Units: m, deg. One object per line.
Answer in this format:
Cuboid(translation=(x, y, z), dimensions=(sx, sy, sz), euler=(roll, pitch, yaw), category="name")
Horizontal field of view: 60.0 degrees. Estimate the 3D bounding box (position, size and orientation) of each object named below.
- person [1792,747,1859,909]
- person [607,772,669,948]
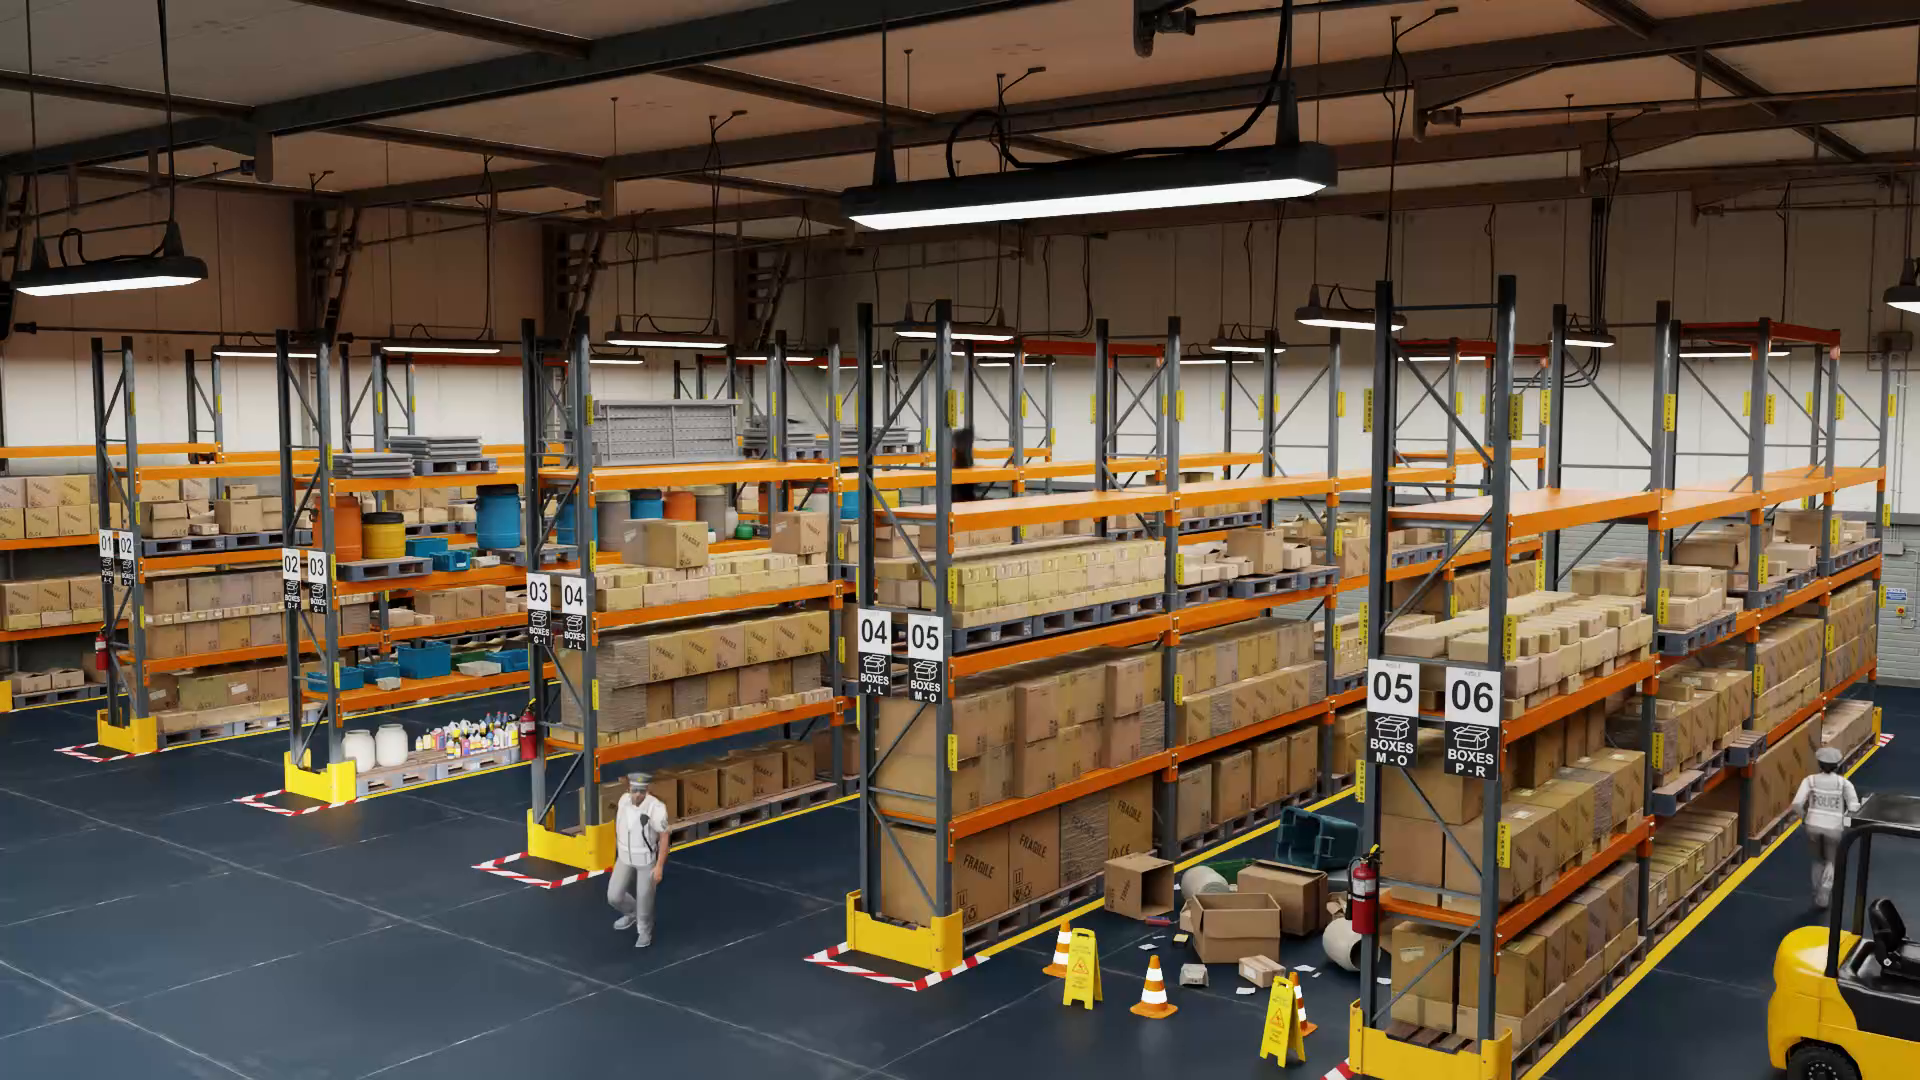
Cuboid(translation=(8.679, 2.912, 16.684), dimensions=(0.615, 1.628, 0.589), euler=(3, 6, 33), category="person")
Cuboid(translation=(-3.001, 2.971, 15.559), dimensions=(0.713, 1.703, 0.604), euler=(1, 5, 17), category="person")
